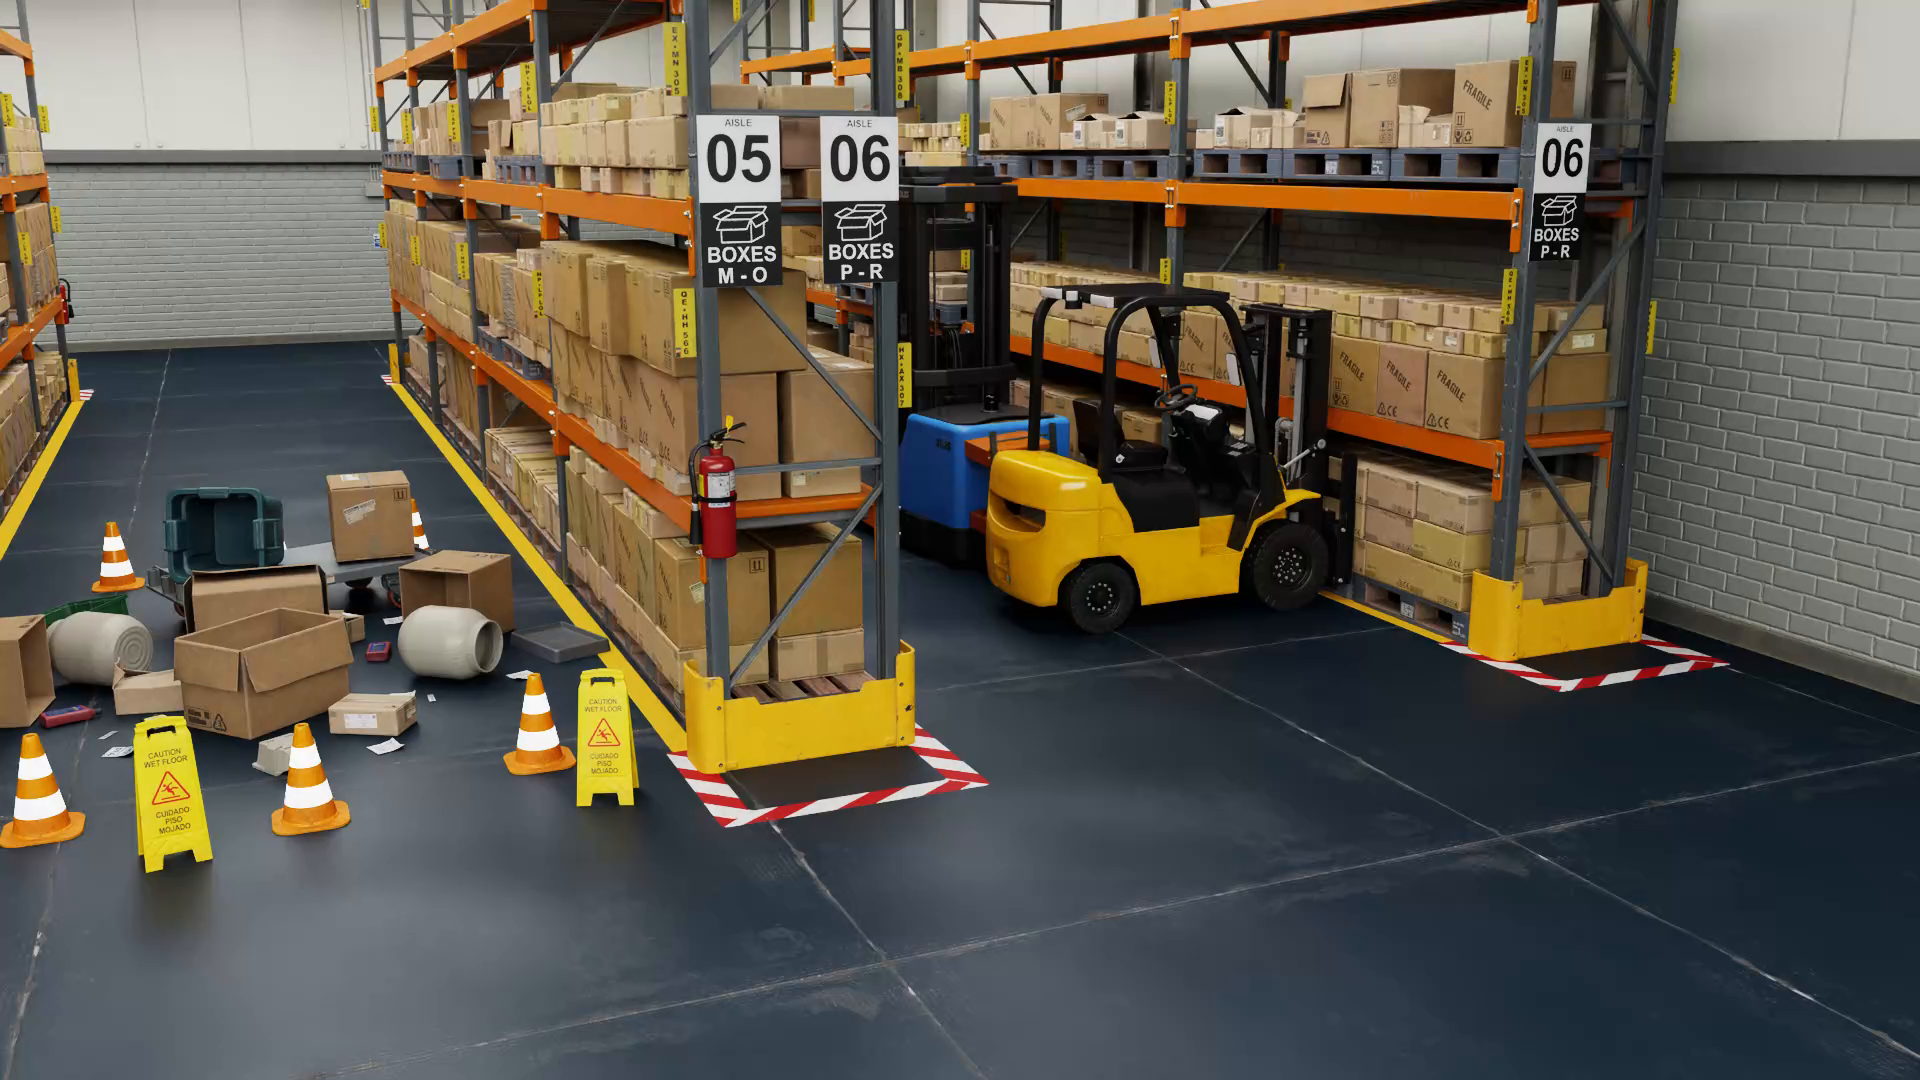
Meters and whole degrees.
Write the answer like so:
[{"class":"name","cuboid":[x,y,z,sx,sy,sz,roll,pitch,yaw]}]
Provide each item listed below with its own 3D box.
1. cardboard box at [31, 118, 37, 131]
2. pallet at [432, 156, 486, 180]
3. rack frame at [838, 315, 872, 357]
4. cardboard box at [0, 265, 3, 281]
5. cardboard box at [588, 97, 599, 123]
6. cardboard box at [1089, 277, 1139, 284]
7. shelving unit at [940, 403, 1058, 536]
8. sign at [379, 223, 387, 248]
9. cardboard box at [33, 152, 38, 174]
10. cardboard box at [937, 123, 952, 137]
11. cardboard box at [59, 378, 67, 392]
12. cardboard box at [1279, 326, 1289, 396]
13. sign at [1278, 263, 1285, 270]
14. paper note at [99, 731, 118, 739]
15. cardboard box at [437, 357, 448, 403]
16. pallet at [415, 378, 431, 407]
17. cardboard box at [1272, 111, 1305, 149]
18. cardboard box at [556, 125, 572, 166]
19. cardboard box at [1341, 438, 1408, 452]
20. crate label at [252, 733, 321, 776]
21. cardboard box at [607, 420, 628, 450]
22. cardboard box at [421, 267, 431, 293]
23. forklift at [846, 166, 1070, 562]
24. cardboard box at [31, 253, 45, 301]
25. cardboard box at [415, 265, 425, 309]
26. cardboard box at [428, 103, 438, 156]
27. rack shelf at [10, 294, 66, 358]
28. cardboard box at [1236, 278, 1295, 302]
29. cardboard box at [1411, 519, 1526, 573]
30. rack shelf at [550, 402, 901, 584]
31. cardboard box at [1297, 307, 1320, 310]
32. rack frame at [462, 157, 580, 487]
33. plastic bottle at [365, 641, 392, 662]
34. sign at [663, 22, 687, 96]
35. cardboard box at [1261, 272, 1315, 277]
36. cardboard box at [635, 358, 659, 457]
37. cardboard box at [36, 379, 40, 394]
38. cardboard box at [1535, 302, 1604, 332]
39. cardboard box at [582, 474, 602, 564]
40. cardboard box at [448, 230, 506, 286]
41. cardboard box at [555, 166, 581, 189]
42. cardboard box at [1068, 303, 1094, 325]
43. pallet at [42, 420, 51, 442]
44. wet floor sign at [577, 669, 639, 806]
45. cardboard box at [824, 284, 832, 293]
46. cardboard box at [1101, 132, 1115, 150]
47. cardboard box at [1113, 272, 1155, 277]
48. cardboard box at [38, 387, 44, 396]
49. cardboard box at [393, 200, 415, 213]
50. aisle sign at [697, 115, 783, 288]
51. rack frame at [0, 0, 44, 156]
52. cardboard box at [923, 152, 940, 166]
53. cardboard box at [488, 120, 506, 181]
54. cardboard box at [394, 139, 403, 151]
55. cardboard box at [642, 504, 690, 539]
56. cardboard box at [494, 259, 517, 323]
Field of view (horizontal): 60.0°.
[{"class":"cardboard box","cuboid":[-11.292,-4.980,19.923,0.380,0.149,0.250,-6,14,-23]},{"class":"pallet","cuboid":[-4.301,-3.509,15.646,1.213,0.211,1.003,-5,14,-20]},{"class":"rack frame","cuboid":[-1.050,-3.287,20.920,1.000,3.000,0.127,-6,14,-23]},{"class":"cardboard box","cuboid":[-9.644,-2.621,16.350,0.380,0.149,0.250,-6,14,-25]},{"class":"cardboard box","cuboid":[-1.993,-2.554,9.889,0.380,0.149,0.250,-6,14,-24]},{"class":"cardboard box","cuboid":[1.370,-2.259,14.816,0.380,0.149,0.250,-6,14,-24]},{"class":"shelving unit","cuboid":[0.303,-0.364,12.358,0.538,1.125,1.048,-9,16,-19]},{"class":"sign","cuboid":[-7.710,-4.076,22.232,0.100,0.325,0.005,-6,14,-23]},{"class":"cardboard box","cuboid":[-10.872,-4.306,19.004,0.500,0.250,0.500,-5,14,-21]},{"class":"cardboard box","cuboid":[-0.018,-4.347,17.634,0.380,0.149,0.250,-6,14,-25]},{"class":"cardboard box","cuboid":[-11.096,-1.878,20.224,0.380,0.149,0.250,-5,14,-21]},{"class":"cardboard box","cuboid":[2.521,-1.357,12.359,0.500,0.500,0.500,-6,14,-24]},{"class":"sign","cuboid":[2.662,-2.145,13.890,0.100,0.325,0.005,-6,14,-23]},{"class":"paper note","cuboid":[-4.538,1.039,8.858,0.032,0.001,0.123,1,13,6]},{"class":"cardboard box","cuboid":[-5.750,-1.934,19.823,0.875,0.438,0.875,-6,14,-24]},{"class":"pallet","cuboid":[-6.322,-1.896,21.094,1.003,0.211,1.213,-6,14,-23]},{"class":"cardboard box","cuboid":[2.471,-2.949,11.954,0.396,0.266,0.258,-6,14,-24]},{"class":"cardboard box","cuboid":[-2.252,-2.497,10.527,0.500,0.250,0.500,-6,14,-23]},{"class":"cardboard box","cuboid":[3.145,-0.590,12.216,0.500,0.250,0.500,-6,14,-24]},{"class":"crate label","cuboid":[-3.397,1.077,8.412,0.298,0.136,0.250,9,16,35]},{"class":"cardboard box","cuboid":[-1.929,-0.654,10.101,0.380,0.149,0.250,-6,14,-23]},{"class":"cardboard box","cuboid":[-5.679,-2.892,18.437,0.500,0.250,0.500,-6,14,-25]},{"class":"forklift","cuboid":[-0.309,-1.551,13.572,1.130,2.935,3.031,-7,15,-29]},{"class":"cardboard box","cuboid":[-10.433,-2.898,18.356,0.500,0.500,0.500,-6,14,-24]},{"class":"cardboard box","cuboid":[-6.017,-2.959,19.283,0.500,0.500,0.500,-5,14,-22]},{"class":"cardboard box","cuboid":[-4.966,-4.064,16.472,0.500,0.500,0.500,-5,14,-22]},{"class":"rack shelf","cuboid":[-10.893,-2.433,18.824,1.077,0.370,4.000,-6,14,-23]},{"class":"cardboard box","cuboid":[2.317,-1.891,12.568,0.380,0.149,0.250,-5,14,-22]},{"class":"cardboard box","cuboid":[3.275,0.011,10.727,0.500,0.250,0.500,-6,14,-24]},{"class":"rack shelf","cuboid":[-1.591,-0.421,10.134,1.077,0.370,4.000,-6,14,-23]},{"class":"cardboard box","cuboid":[2.642,-1.588,11.919,0.380,0.149,0.250,-6,14,-24]},{"class":"rack frame","cuboid":[-3.994,-2.012,15.409,1.000,3.000,0.127,-6,14,-23]},{"class":"plastic bottle","cuboid":[-3.593,0.682,10.286,0.133,0.061,0.283,-3,13,-13]},{"class":"sign","cuboid":[-1.306,-2.205,7.631,0.100,0.325,0.005,-6,14,-23]},{"class":"cardboard box","cuboid":[2.622,-2.050,13.253,0.380,0.149,0.250,-6,14,-24]},{"class":"cardboard box","cuboid":[-1.456,-0.744,9.048,0.500,0.500,0.500,-6,14,-23]},{"class":"cardboard box","cuboid":[-10.096,-1.628,17.822,0.380,0.149,0.250,-5,14,-20]},{"class":"cardboard box","cuboid":[3.818,-1.406,10.473,0.380,0.149,0.250,-6,14,-24]},{"class":"cardboard box","cuboid":[-2.178,-0.160,10.911,0.500,0.500,0.500,-5,14,-21]},{"class":"cardboard box","cuboid":[-4.654,-2.736,16.099,0.500,0.500,0.500,-5,14,-22]},{"class":"cardboard box","cuboid":[-2.441,-2.378,10.898,0.380,0.149,0.250,-6,14,-23]},{"class":"cardboard box","cuboid":[1.311,-2.095,14.993,0.500,0.250,0.500,-5,14,-22]},{"class":"pallet","cuboid":[-10.393,-1.147,17.858,1.003,0.211,1.213,-6,14,-23]},{"class":"wet floor sign","cuboid":[-1.694,0.924,7.946,0.267,0.644,0.232,-1,13,-4]},{"class":"cardboard box","cuboid":[-1.533,-3.260,21.358,0.380,0.149,0.250,-5,14,-21]},{"class":"cardboard box","cuboid":[1.436,-3.426,14.273,0.380,0.149,0.250,-6,14,-23]},{"class":"cardboard box","cuboid":[1.642,-2.410,15.471,0.380,0.149,0.250,-5,14,-22]},{"class":"cardboard box","cuboid":[-10.452,-1.641,18.538,0.380,0.149,0.250,-5,14,-20]},{"class":"cardboard box","cuboid":[-7.019,-4.253,21.217,0.380,0.149,0.250,-6,14,-25]},{"class":"aisle sign","cuboid":[-1.031,-1.586,7.806,0.394,0.787,0.004,-6,14,-23]},{"class":"rack frame","cuboid":[-11.694,-6.119,19.852,1.000,3.000,0.127,-6,14,-23]},{"class":"cardboard box","cuboid":[-0.078,-4.037,17.840,0.500,0.250,0.500,-6,14,-23]},{"class":"cardboard box","cuboid":[-3.624,-3.325,14.209,0.700,0.500,0.500,-6,14,-23]},{"class":"cardboard box","cuboid":[-6.974,-5.011,21.121,0.380,0.149,0.250,-5,14,-21]},{"class":"cardboard box","cuboid":[-1.558,-0.117,9.287,0.380,0.149,0.250,-5,14,-21]},{"class":"cardboard box","cuboid":[-3.592,-2.080,13.891,0.500,0.500,0.500,-5,14,-22]}]
